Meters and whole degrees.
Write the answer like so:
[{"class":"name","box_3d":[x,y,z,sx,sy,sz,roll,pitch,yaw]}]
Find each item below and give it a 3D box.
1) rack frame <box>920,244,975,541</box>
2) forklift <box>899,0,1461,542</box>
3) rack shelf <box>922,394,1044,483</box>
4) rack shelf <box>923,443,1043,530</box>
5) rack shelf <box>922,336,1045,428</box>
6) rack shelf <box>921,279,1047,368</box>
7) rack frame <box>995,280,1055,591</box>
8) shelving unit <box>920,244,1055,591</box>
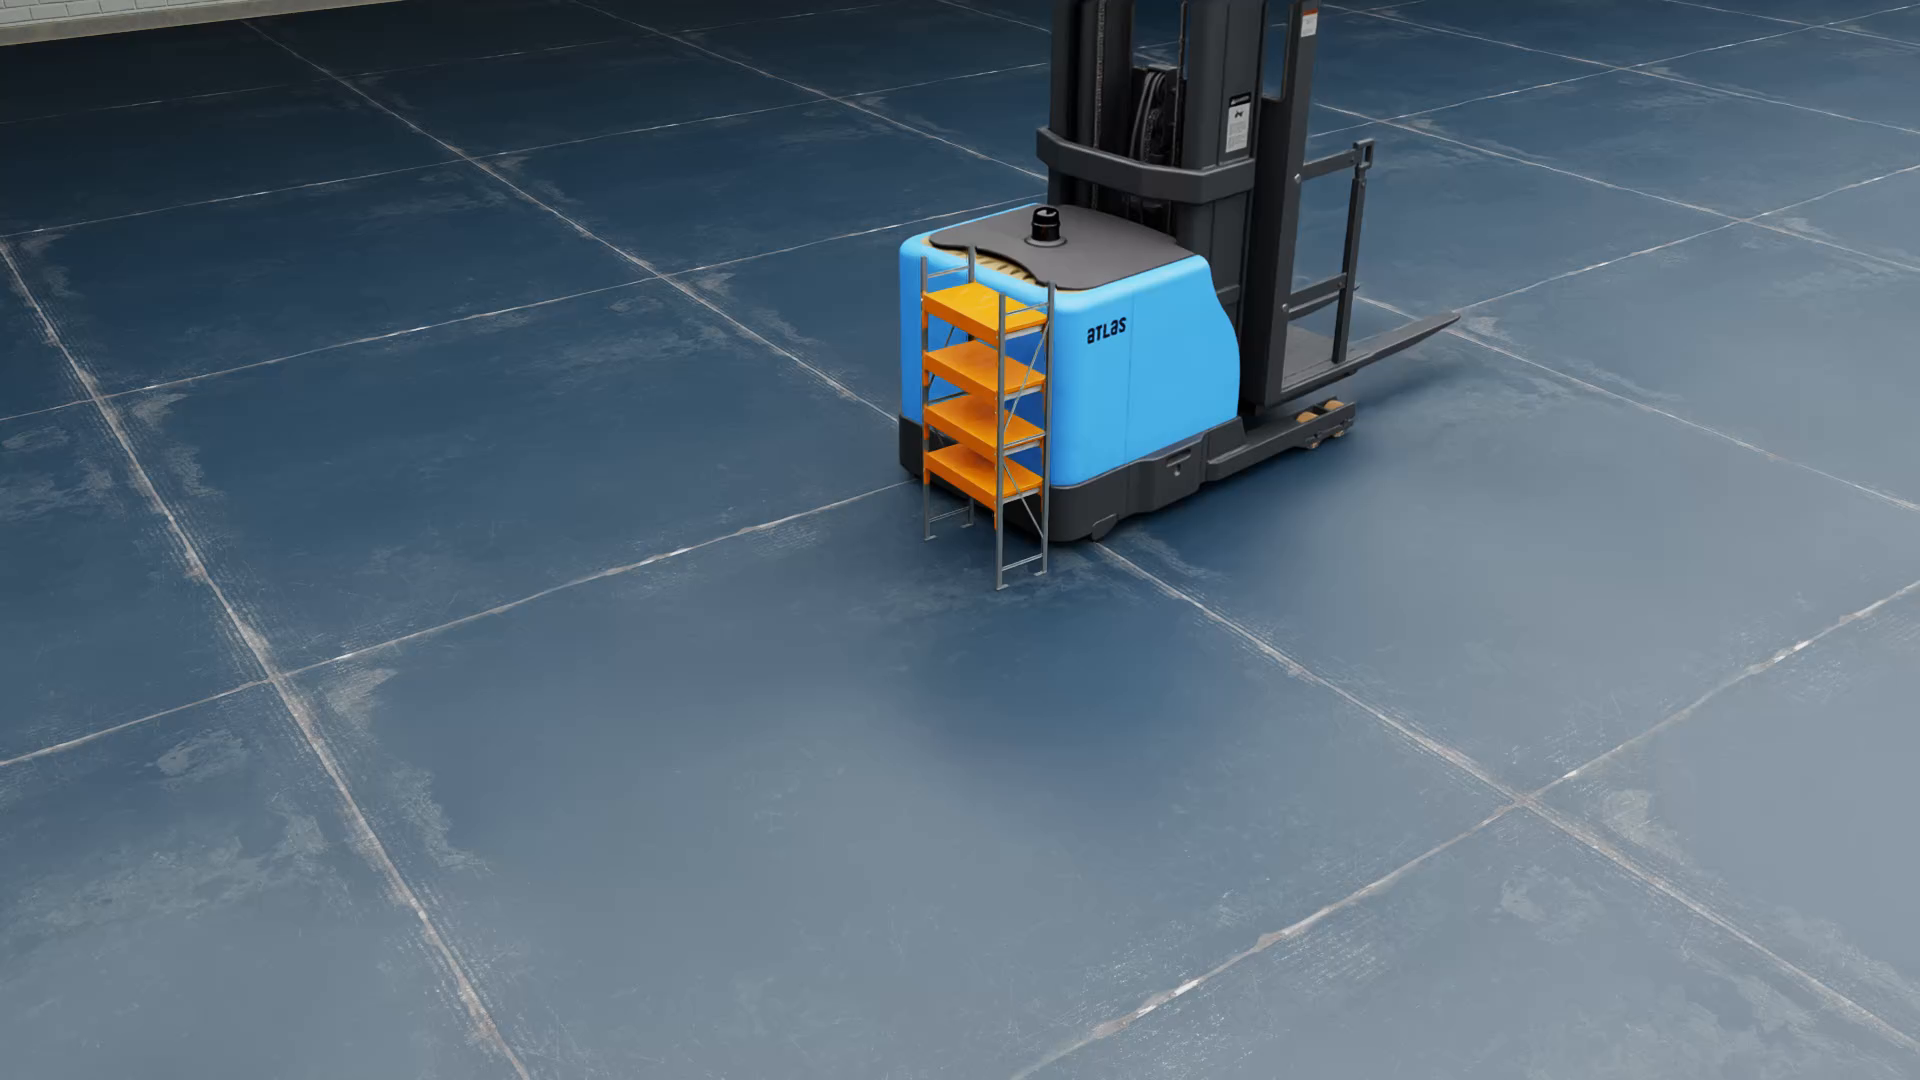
[{"class":"rack frame","box_3d":[-0.046,-0.558,6.520,0.240,1.200,0.015,-19,34,-31]},{"class":"forklift","box_3d":[1.173,-1.863,7.110,3.031,2.935,1.130,-23,36,-36]},{"class":"rack shelf","box_3d":[0.096,-0.404,6.377,0.258,0.148,0.480,-19,34,-31]},{"class":"rack shelf","box_3d":[0.096,-0.229,6.472,0.258,0.148,0.480,-19,34,-31]},{"class":"rack shelf","box_3d":[0.096,-0.600,6.271,0.258,0.148,0.480,-19,34,-31]},{"class":"rack shelf","box_3d":[0.096,-0.808,6.158,0.258,0.148,0.480,-19,34,-31]},{"class":"rack frame","box_3d":[0.238,-0.368,6.170,0.240,1.200,0.015,-19,34,-31]},{"class":"shelving unit","box_3d":[0.096,-0.463,6.345,0.258,1.200,0.503,-19,34,-31]}]
